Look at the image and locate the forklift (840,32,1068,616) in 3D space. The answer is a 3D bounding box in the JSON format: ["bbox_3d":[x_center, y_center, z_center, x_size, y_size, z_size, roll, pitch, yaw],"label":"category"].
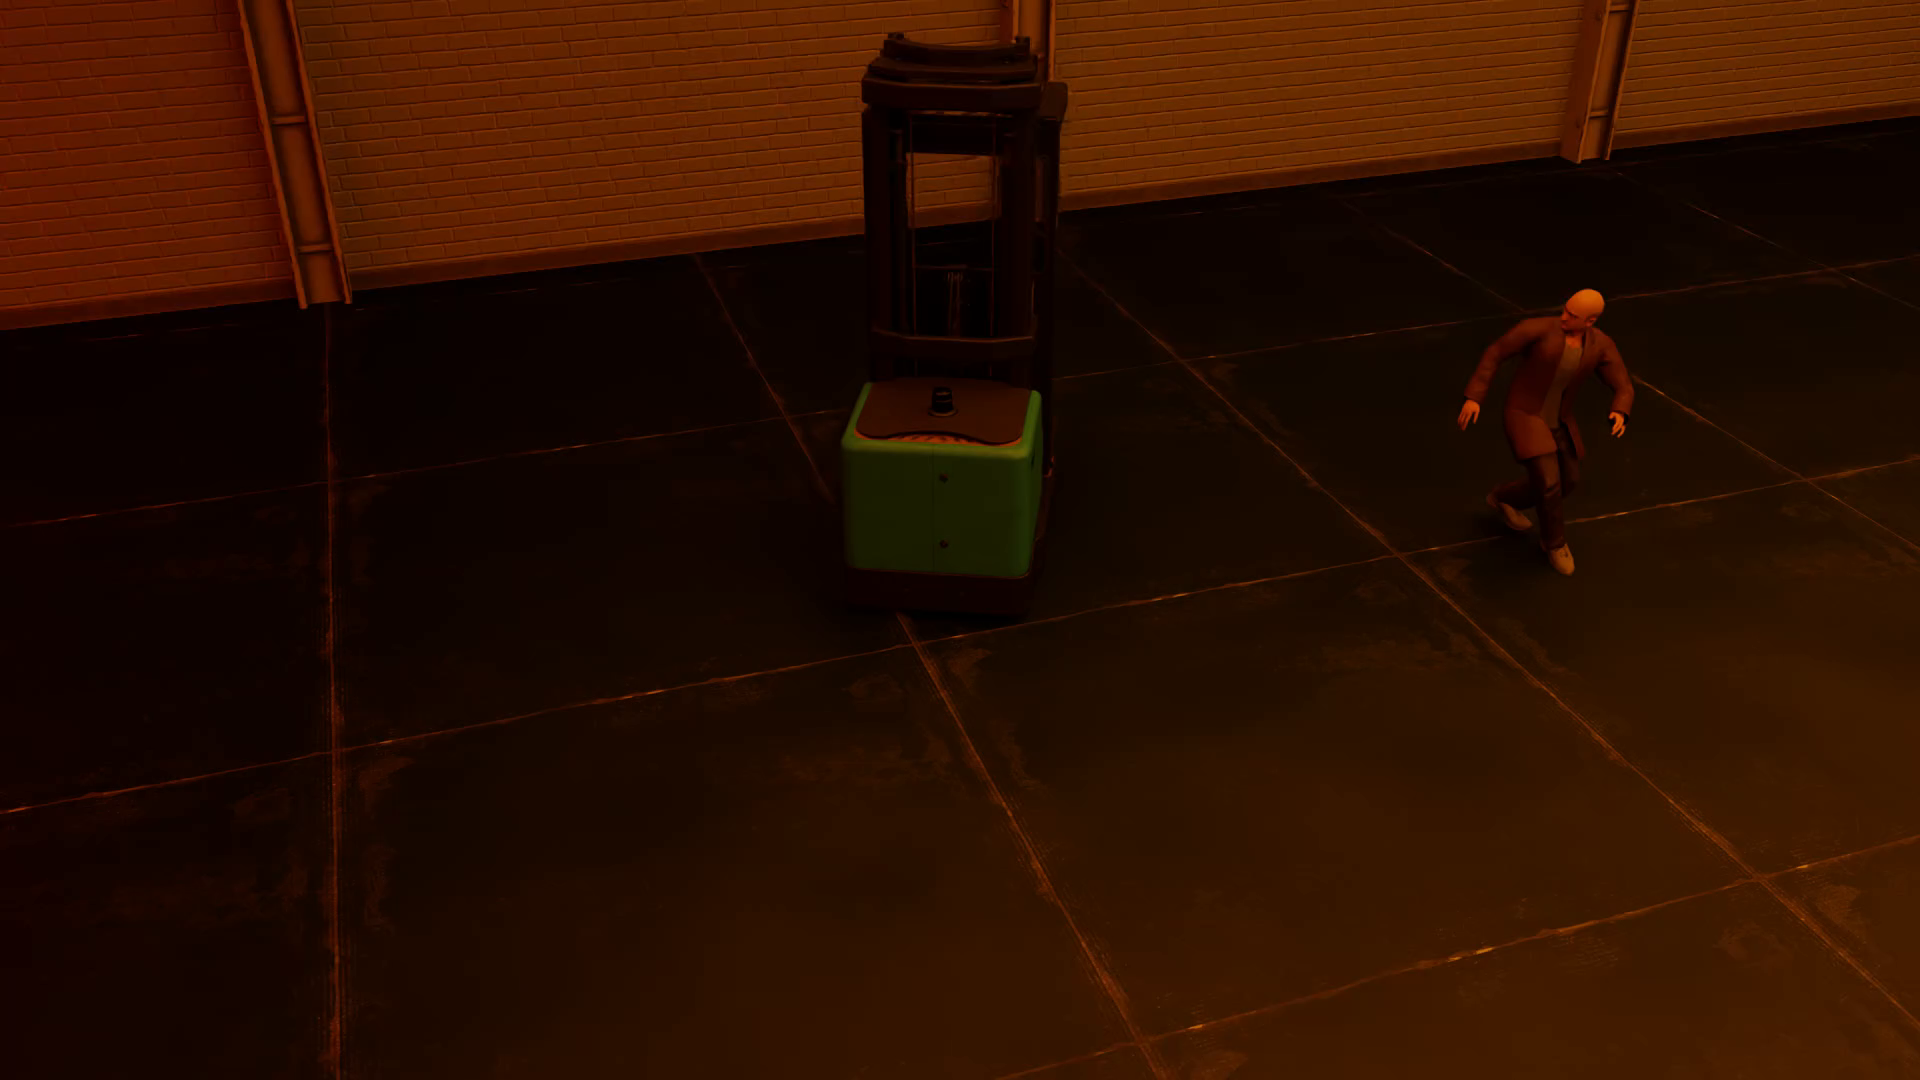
[{"bbox_3d":[0.034,-1.565,9.808,1.130,2.935,3.031,3,30,6],"label":"forklift"}]

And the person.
[{"bbox_3d":[3.341,-0.643,9.520,0.912,1.650,0.907,-7,31,-11],"label":"person"}]
